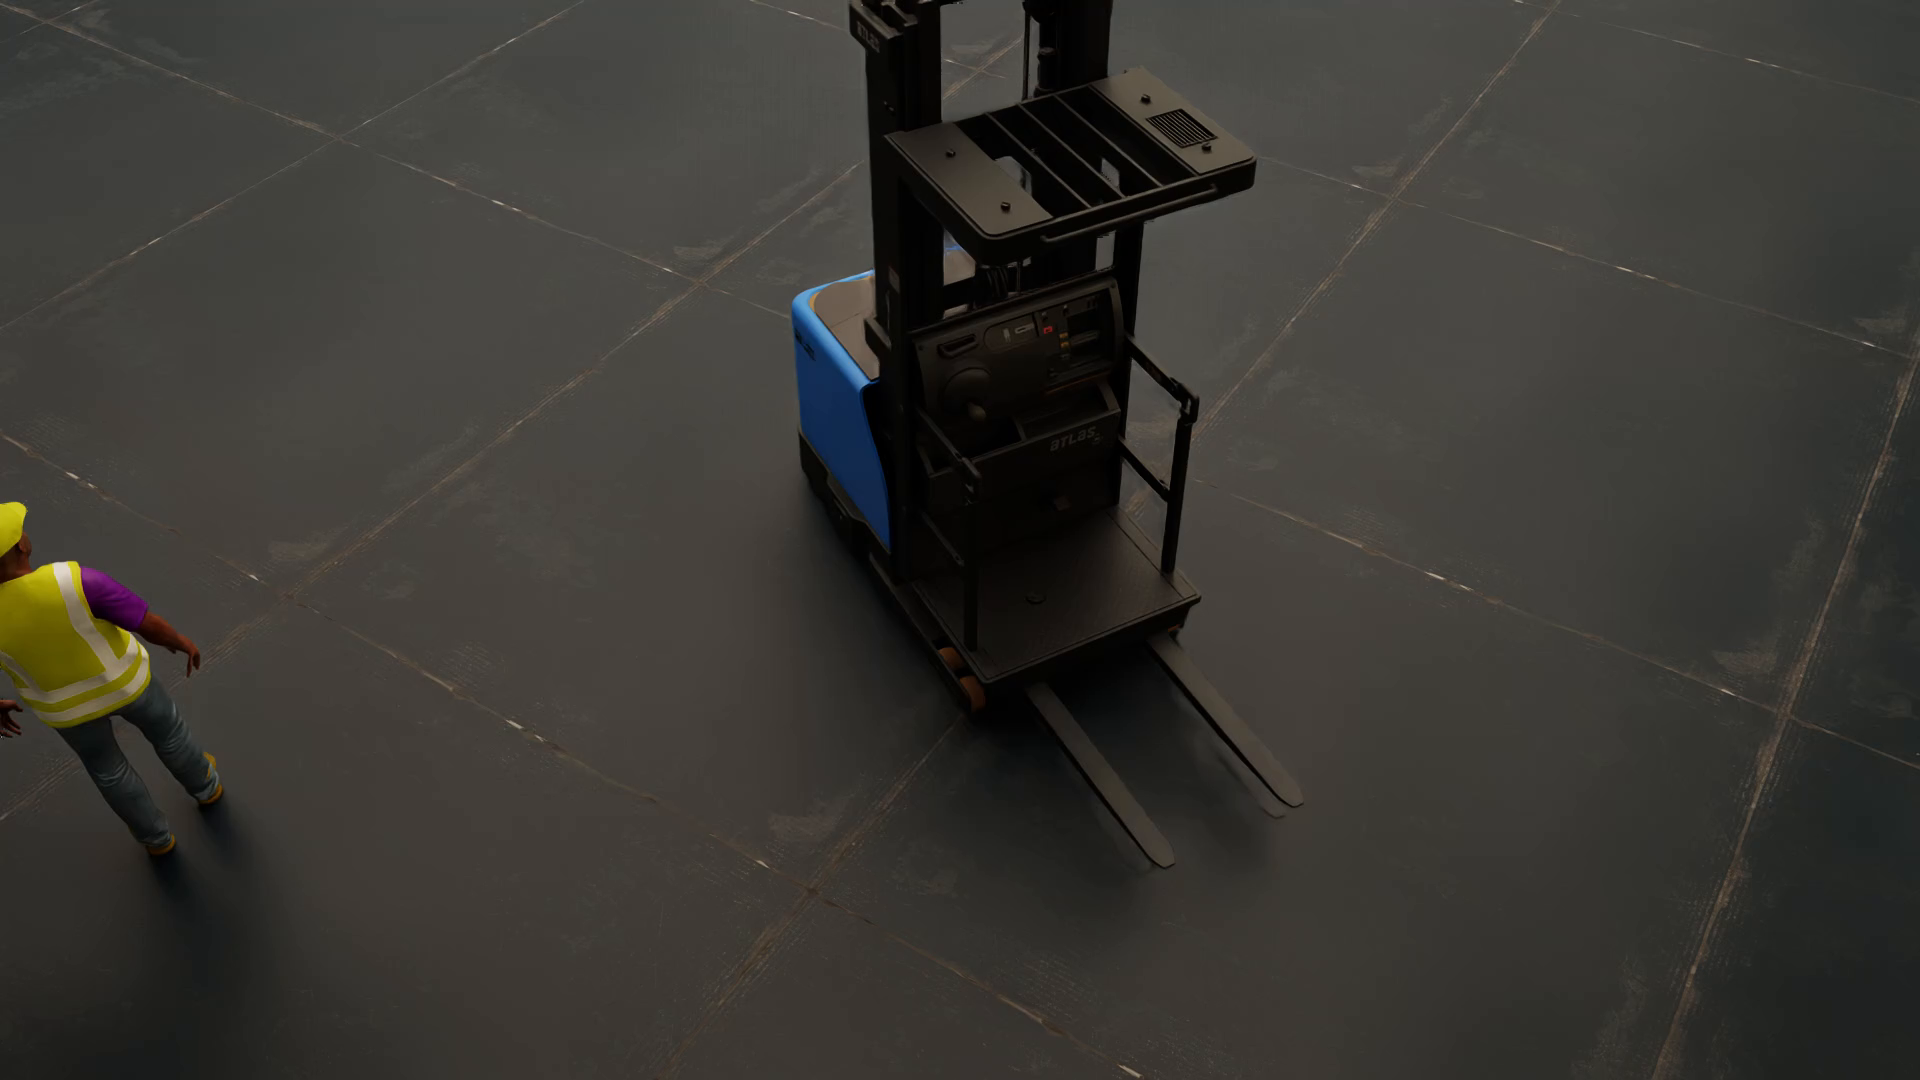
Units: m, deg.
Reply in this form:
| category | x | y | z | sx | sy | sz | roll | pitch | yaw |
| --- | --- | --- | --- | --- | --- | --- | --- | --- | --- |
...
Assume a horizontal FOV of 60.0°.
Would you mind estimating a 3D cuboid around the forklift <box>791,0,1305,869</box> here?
| category | x | y | z | sx | sy | sz | roll | pitch | yaw |
| --- | --- | --- | --- | --- | --- | --- | --- | --- | --- |
| forklift | 0.351 | -0.675 | 6.560 | 1.130 | 2.935 | 3.031 | -20 | 47 | -20 |

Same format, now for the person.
| category | x | y | z | sx | sy | sz | roll | pitch | yaw |
| --- | --- | --- | --- | --- | --- | --- | --- | --- | --- |
| person | -3.243 | 0.488 | 6.187 | 0.753 | 1.761 | 0.541 | -22 | 48 | -21 |
